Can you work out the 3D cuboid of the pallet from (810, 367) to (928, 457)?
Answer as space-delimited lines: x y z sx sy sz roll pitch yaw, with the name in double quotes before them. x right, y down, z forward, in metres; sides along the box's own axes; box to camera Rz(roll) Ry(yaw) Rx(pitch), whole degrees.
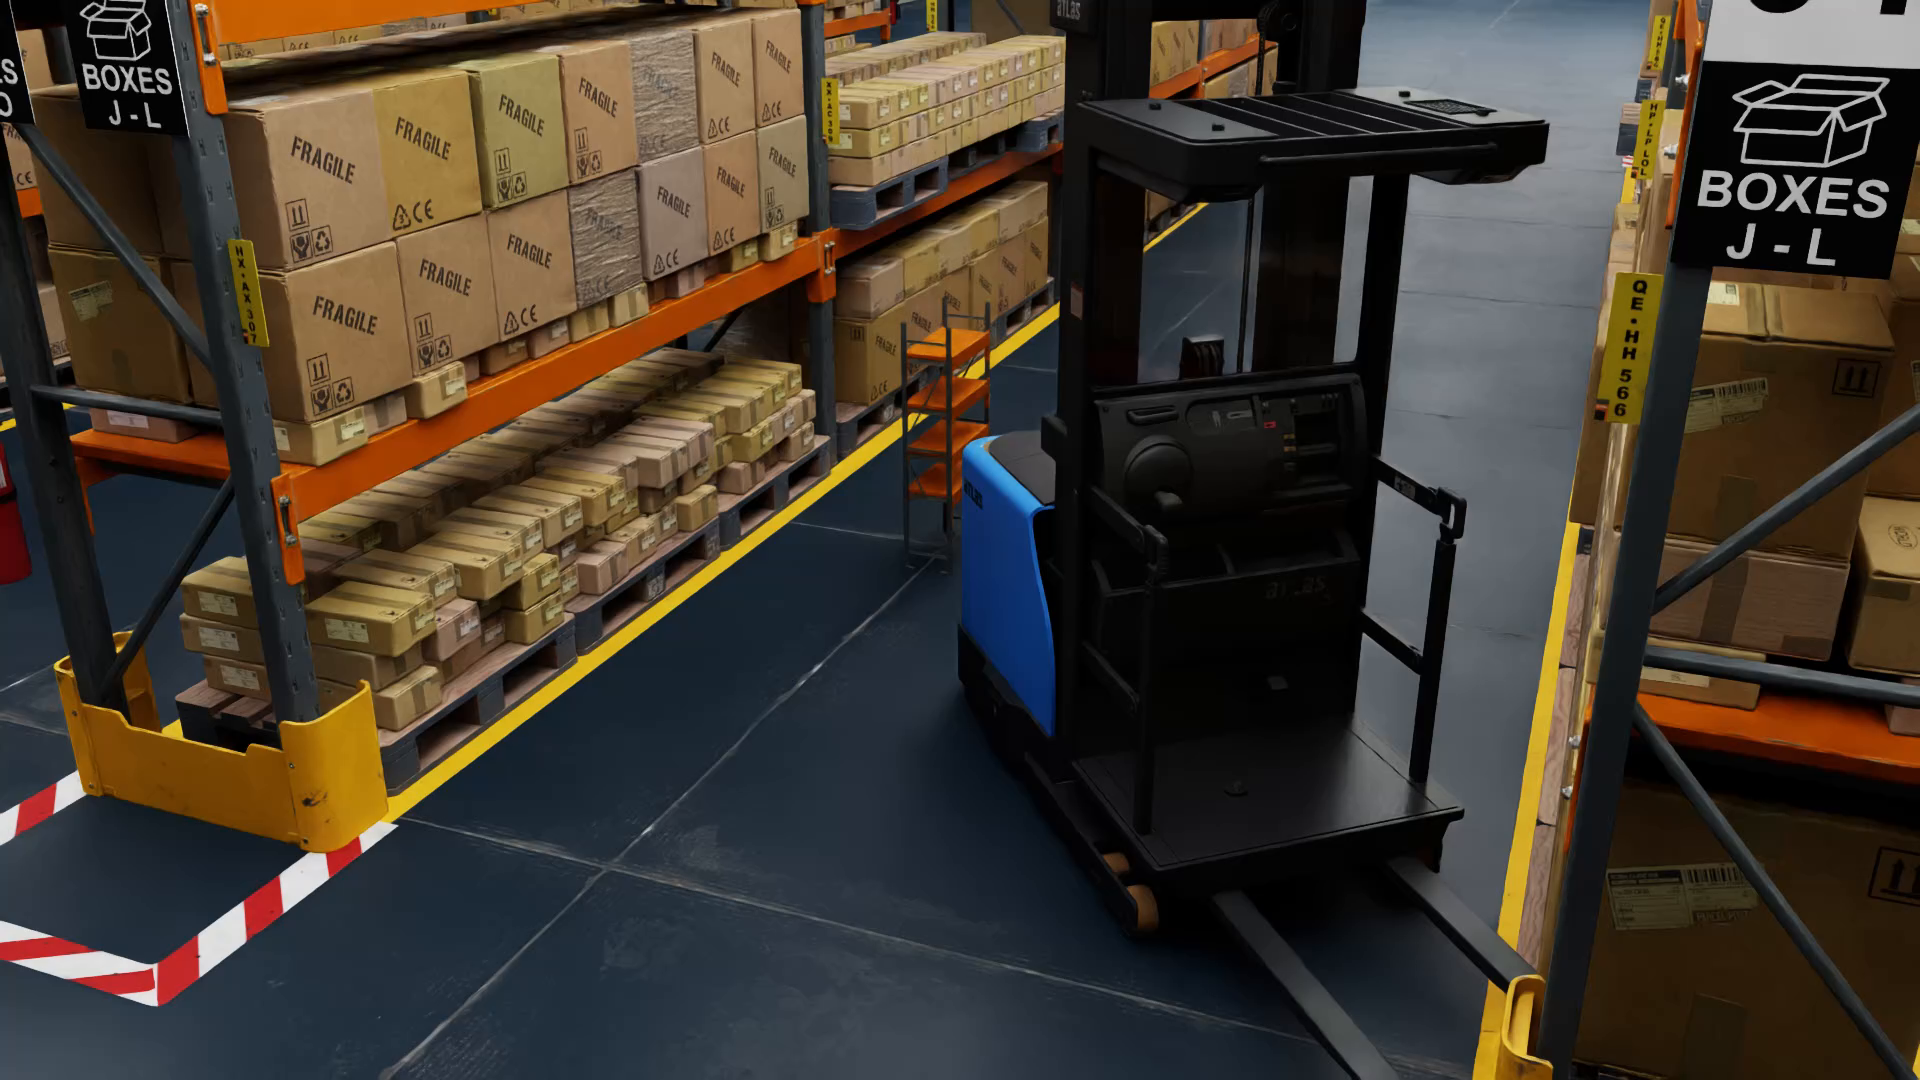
"pallet" -0.880 -0.846 10.001 1.003 0.211 1.213 9 24 20

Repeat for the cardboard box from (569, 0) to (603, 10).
"cardboard box" -3.555 -4.841 14.888 0.500 0.500 0.500 9 24 21

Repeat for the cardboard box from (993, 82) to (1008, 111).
"cardboard box" 0.080 -2.797 10.448 0.380 0.149 0.250 9 24 21

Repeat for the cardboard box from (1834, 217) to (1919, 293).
"cardboard box" 2.716 -0.589 4.603 0.500 0.500 0.500 8 24 19

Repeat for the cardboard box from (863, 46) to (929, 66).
"cardboard box" -0.424 -3.125 10.848 0.380 0.149 0.250 10 25 23

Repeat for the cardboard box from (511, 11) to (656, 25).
"cardboard box" -1.740 -2.184 7.775 0.500 0.500 0.500 8 24 18

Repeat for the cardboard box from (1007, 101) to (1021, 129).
"cardboard box" 0.178 -2.755 10.735 0.380 0.149 0.250 8 24 18

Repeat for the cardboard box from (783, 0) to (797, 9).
"cardboard box" -2.044 -6.051 18.329 0.500 0.500 0.500 9 24 20

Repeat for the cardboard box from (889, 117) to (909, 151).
"cardboard box" -0.500 -2.237 9.109 0.380 0.149 0.250 8 24 19

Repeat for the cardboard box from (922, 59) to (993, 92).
"cardboard box" -0.018 -2.841 10.169 0.380 0.149 0.250 10 24 22

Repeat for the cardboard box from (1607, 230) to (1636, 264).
"cardboard box" 4.272 -1.191 9.420 1.225 0.875 0.875 9 24 20

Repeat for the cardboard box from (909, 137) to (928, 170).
"cardboard box" -0.400 -2.196 9.396 0.380 0.149 0.250 9 24 20

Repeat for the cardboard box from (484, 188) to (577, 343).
"cardboard box" -1.861 -1.096 6.466 0.500 0.500 0.500 9 24 21

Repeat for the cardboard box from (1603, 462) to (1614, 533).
"cardboard box" 2.119 -0.101 4.925 0.380 0.149 0.250 8 24 19

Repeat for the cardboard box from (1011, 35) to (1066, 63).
"cardboard box" 0.562 -3.397 11.499 0.380 0.149 0.250 8 24 18

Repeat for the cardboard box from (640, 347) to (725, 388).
"cardboard box" -1.488 -0.913 8.926 0.380 0.149 0.250 10 25 22

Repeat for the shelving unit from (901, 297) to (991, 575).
"shelving unit" -0.061 -0.494 7.877 0.258 1.200 0.503 9 24 20

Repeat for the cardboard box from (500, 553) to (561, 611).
"cardboard box" -1.862 0.145 6.780 0.380 0.149 0.250 10 25 22

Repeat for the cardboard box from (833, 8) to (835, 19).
"cardboard box" -1.683 -6.177 19.472 0.380 0.149 0.250 9 24 21

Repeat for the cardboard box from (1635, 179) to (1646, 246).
"cardboard box" 3.698 -1.724 8.357 0.500 0.500 0.500 8 24 19

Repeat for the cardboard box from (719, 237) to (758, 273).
"cardboard box" -1.206 -1.407 8.053 0.380 0.149 0.250 10 25 22

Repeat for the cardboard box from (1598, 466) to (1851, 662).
"cardboard box" 1.848 0.044 4.061 0.500 0.250 0.500 8 24 19

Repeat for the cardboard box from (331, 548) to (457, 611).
"cardboard box" -2.153 0.170 6.333 0.380 0.149 0.250 9 24 21

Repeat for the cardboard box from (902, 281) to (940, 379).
"cardboard box" -0.452 -1.310 10.193 0.500 0.500 0.500 10 25 22

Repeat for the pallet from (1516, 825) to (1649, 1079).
"pallet" 2.139 1.313 4.832 1.003 0.211 1.213 9 24 20

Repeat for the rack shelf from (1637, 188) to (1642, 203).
"rack shelf" 5.629 -2.923 12.289 1.077 0.370 4.000 9 24 20

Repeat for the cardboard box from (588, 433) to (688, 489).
"cardboard box" -1.474 -0.365 7.614 0.380 0.149 0.250 8 24 18

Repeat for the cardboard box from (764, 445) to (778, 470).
"cardboard box" -1.171 -0.462 8.618 0.380 0.149 0.250 9 24 22

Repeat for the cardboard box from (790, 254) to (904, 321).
"cardboard box" -0.648 -1.467 9.595 0.500 0.250 0.500 8 24 18

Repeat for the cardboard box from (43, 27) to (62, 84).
"cardboard box" -5.371 -3.150 10.473 0.500 0.500 0.500 9 24 21

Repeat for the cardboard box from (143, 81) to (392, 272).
"cardboard box" -2.240 -1.190 5.394 0.500 0.500 0.500 9 24 20

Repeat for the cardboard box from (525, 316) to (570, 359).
"cardboard box" -1.813 -0.851 6.722 0.380 0.149 0.250 8 24 19

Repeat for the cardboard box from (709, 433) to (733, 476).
"cardboard box" -1.346 -0.438 8.176 0.380 0.149 0.250 9 24 21

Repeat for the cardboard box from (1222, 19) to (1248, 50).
"cardboard box" 2.423 -5.296 16.843 0.875 0.550 0.550 9 24 20

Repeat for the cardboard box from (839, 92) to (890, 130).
"cardboard box" -0.594 -2.281 8.829 0.380 0.149 0.250 10 25 23

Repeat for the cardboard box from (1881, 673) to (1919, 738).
"cardboard box" 2.352 0.360 3.822 0.380 0.149 0.250 9 24 21

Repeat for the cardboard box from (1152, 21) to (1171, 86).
"cardboard box" 1.483 -4.176 14.226 0.500 0.500 0.500 9 24 21

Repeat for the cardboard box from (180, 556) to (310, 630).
"cardboard box" -2.692 0.199 6.264 0.380 0.149 0.250 9 24 21

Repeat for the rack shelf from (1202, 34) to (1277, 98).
"rack shelf" 2.547 -5.100 17.502 1.077 0.370 4.000 9 24 20

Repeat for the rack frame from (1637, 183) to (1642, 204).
"rack frame" 6.372 -3.970 13.864 1.000 3.000 0.127 9 24 20

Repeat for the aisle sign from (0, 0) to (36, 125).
"aisle sign" -2.959 -1.639 4.909 0.394 0.787 0.004 9 24 20

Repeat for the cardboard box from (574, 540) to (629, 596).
"cardboard box" -1.678 0.105 7.261 0.380 0.149 0.250 8 24 17

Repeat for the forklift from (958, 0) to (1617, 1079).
"forklift" 0.945 -0.275 5.107 1.130 2.935 3.031 -7 24 -17

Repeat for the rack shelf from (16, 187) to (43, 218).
"rack shelf" -6.544 -1.479 8.832 1.077 0.370 4.000 9 24 20

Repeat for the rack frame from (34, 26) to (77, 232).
"rack frame" -5.801 -2.526 10.407 1.000 3.000 0.127 9 24 20

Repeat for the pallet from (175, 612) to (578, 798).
"pallet" -2.291 0.551 6.656 1.003 0.211 1.213 9 24 20

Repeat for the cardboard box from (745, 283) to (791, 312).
"cardboard box" -1.126 -1.543 9.778 0.500 0.250 0.500 8 24 19

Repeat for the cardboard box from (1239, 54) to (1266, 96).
"cardboard box" 2.774 -4.794 18.048 0.875 0.875 0.875 8 24 19

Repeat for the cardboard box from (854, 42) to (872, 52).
"cardboard box" -1.399 -5.768 20.216 0.500 0.500 0.500 9 24 20

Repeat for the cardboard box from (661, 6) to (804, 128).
"cardboard box" -1.091 -2.292 8.032 0.500 0.500 0.500 8 24 18

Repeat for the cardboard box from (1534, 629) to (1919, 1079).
"cardboard box" 2.078 0.870 4.487 0.875 0.875 0.875 9 24 20

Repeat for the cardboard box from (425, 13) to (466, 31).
"cardboard box" -4.264 -4.243 13.089 0.500 0.500 0.500 8 24 19

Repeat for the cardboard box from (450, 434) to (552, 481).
"cardboard box" -2.092 -0.357 7.596 0.380 0.149 0.250 9 24 20

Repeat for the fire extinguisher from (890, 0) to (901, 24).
"fire extinguisher" -0.873 -6.760 20.642 0.296 0.674 0.183 9 24 20

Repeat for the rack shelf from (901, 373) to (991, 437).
"rack shelf" -0.062 -0.639 7.817 0.258 0.148 0.480 9 24 20

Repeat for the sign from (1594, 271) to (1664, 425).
"sign" 1.415 -0.402 3.512 0.100 0.325 0.005 9 24 20
